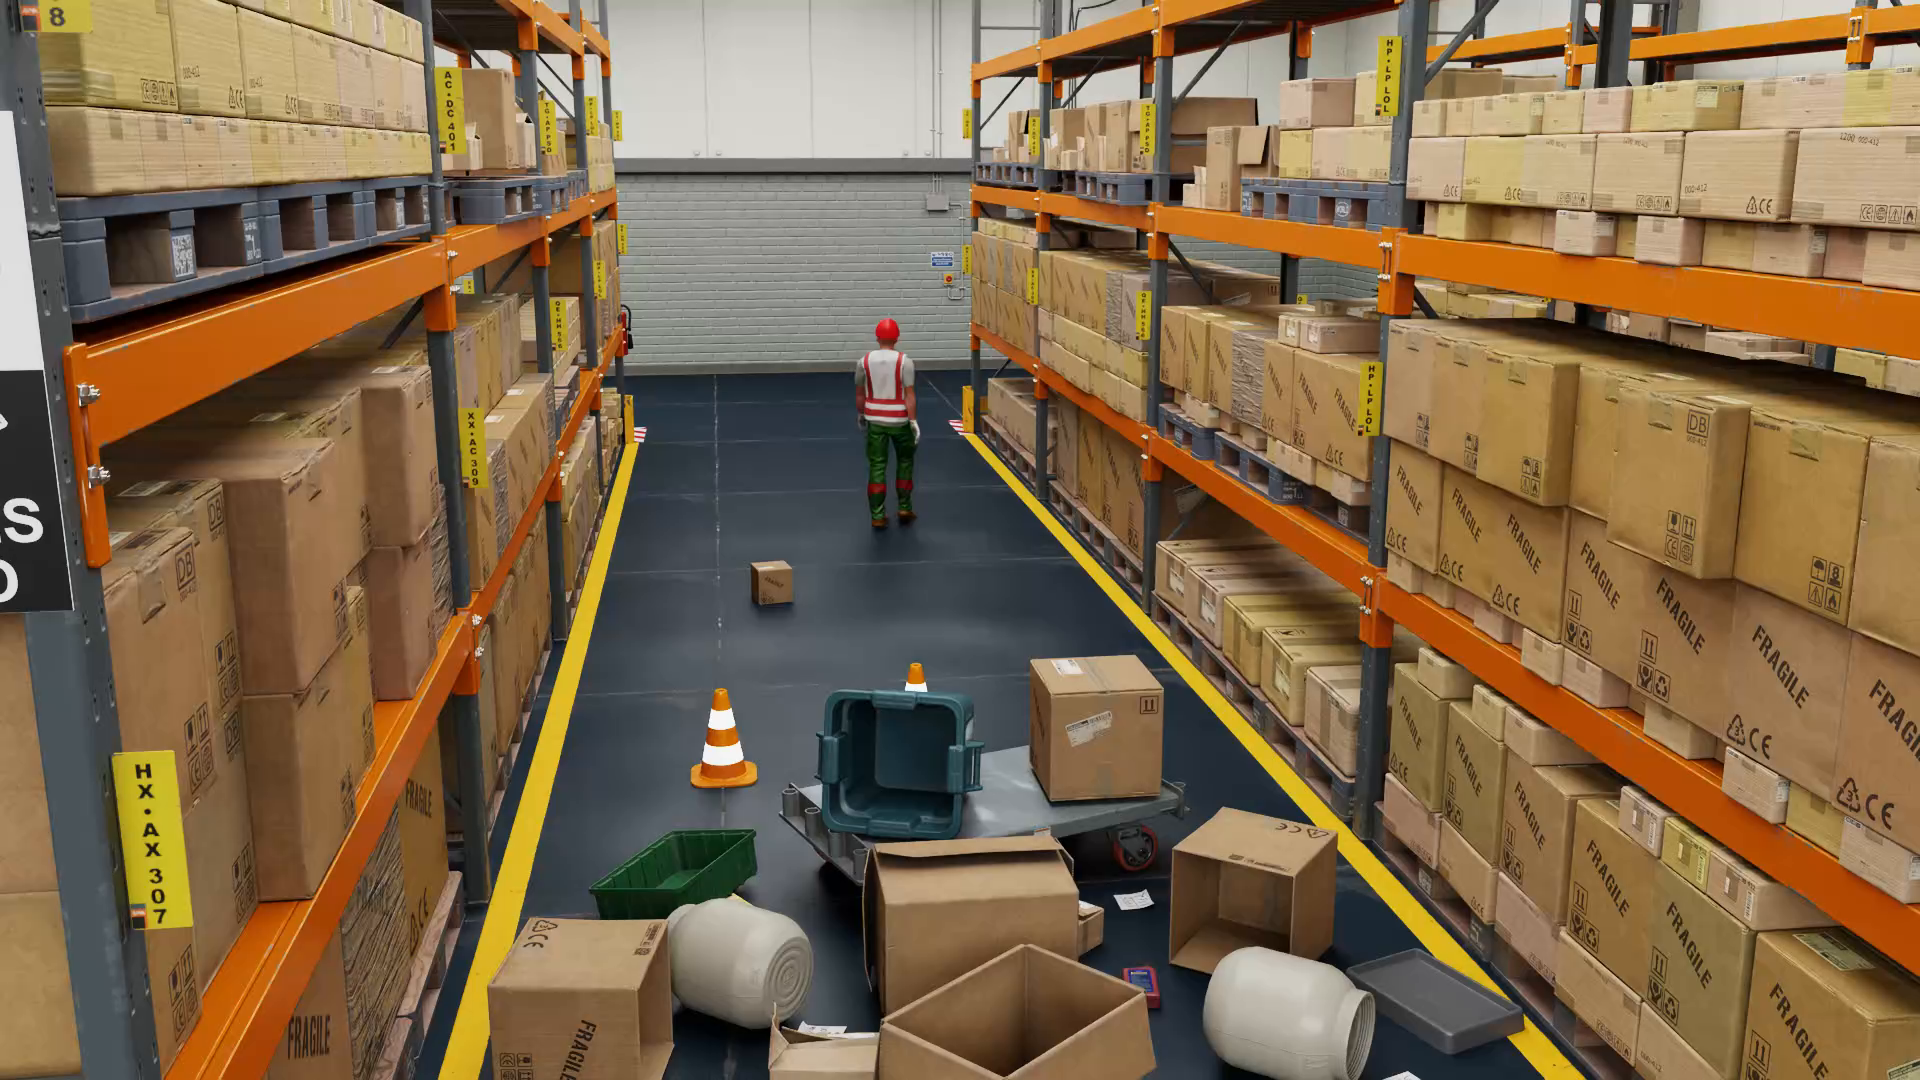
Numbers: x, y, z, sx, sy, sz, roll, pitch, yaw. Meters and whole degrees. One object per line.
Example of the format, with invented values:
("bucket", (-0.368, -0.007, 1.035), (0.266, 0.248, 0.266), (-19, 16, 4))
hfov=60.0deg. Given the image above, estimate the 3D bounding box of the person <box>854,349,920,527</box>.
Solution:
("person", (-0.604, -0.879, 14.343), (0.594, 1.585, 0.690), (2, 13, 8))
